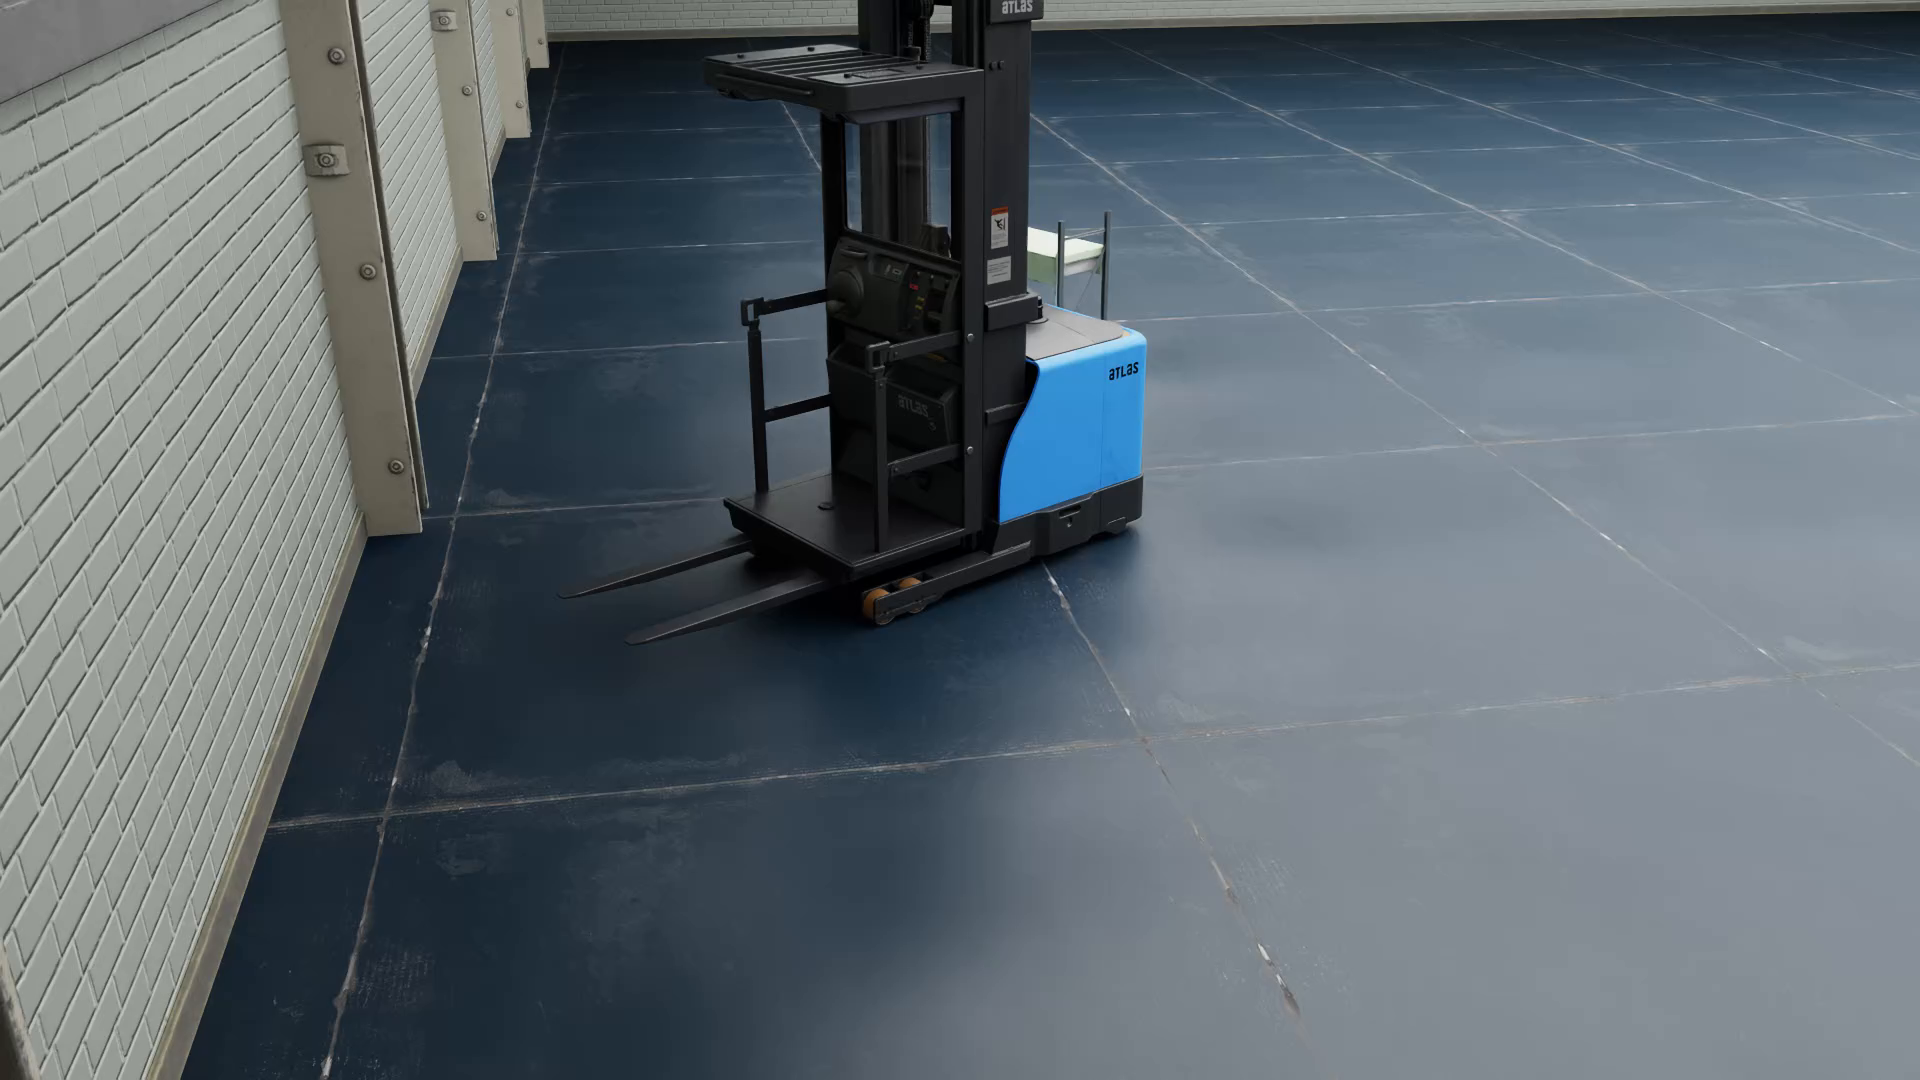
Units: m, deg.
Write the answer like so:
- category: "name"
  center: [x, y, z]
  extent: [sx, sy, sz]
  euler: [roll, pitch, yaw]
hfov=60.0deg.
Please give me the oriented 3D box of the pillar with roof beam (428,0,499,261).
- category: "pillar with roof beam"
  center: [0.070, -6.908, 13.324]
  extent: [9.100, 9.000, 0.400]
  euler: [-4, 24, -10]

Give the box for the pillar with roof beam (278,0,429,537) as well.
- category: "pillar with roof beam"
  center: [1.179, -4.548, 7.920]
  extent: [9.100, 9.000, 0.400]
  euler: [-4, 24, -10]

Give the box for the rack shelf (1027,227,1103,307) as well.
- category: "rack shelf"
  center: [0.431, -1.538, 9.424]
  extent: [0.431, 0.370, 0.720]
  euler: [-20, 31, -39]

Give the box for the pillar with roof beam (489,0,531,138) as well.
- category: "pillar with roof beam"
  center: [-1.040, -9.268, 18.727]
  extent: [9.100, 9.000, 0.400]
  euler: [-4, 24, -10]

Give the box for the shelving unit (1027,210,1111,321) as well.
- category: "shelving unit"
  center: [0.431, -1.181, 9.580]
  extent: [0.431, 1.500, 0.755]
  euler: [-20, 31, -39]

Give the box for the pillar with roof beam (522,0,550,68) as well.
- category: "pillar with roof beam"
  center: [-2.149, -11.628, 24.131]
  extent: [9.100, 9.000, 0.400]
  euler: [-4, 24, -10]

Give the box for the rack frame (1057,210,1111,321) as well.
- category: "rack frame"
  center: [0.680, -1.073, 9.334]
  extent: [0.400, 1.500, 0.023]
  euler: [-20, 31, -39]

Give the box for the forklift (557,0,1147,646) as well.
- category: "forklift"
  center: [-0.481, -1.181, 7.791]
  extent: [3.031, 2.935, 1.130]
  euler: [-19, 30, -36]
